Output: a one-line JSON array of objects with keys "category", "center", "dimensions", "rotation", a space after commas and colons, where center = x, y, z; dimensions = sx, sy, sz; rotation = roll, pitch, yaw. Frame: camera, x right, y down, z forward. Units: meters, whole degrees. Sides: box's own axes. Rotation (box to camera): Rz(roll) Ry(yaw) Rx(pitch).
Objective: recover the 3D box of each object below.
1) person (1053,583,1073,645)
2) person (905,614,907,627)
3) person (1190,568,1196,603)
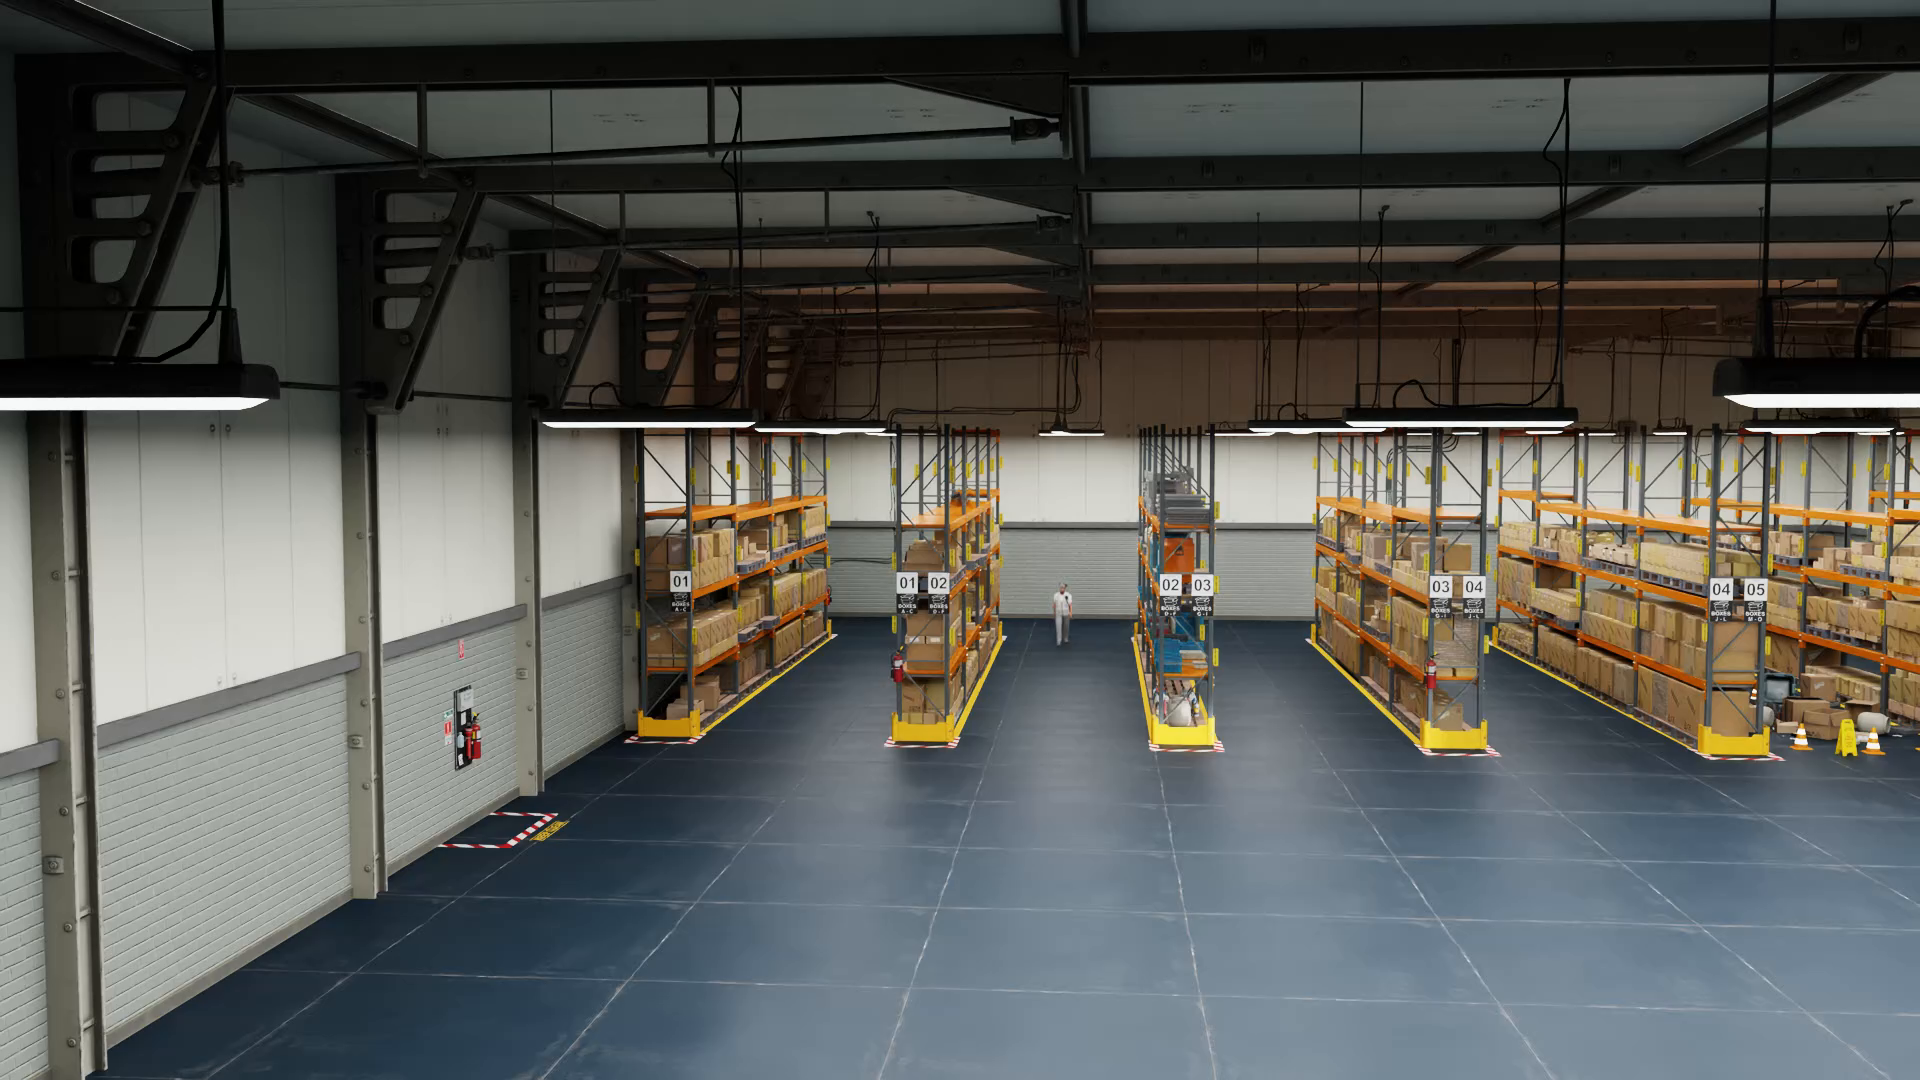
[{"category": "person", "center": [2.853, 2.042, 46.198], "dimensions": [0.550, 1.730, 1.034], "rotation": [0, 3, 3]}, {"category": "person", "center": [-1.222, 2.226, 44.172], "dimensions": [0.472, 1.618, 1.014], "rotation": [1, 4, 9]}, {"category": "person", "center": [7.159, 1.766, 50.521], "dimensions": [0.573, 1.801, 0.541], "rotation": [0, 3, -7]}]
